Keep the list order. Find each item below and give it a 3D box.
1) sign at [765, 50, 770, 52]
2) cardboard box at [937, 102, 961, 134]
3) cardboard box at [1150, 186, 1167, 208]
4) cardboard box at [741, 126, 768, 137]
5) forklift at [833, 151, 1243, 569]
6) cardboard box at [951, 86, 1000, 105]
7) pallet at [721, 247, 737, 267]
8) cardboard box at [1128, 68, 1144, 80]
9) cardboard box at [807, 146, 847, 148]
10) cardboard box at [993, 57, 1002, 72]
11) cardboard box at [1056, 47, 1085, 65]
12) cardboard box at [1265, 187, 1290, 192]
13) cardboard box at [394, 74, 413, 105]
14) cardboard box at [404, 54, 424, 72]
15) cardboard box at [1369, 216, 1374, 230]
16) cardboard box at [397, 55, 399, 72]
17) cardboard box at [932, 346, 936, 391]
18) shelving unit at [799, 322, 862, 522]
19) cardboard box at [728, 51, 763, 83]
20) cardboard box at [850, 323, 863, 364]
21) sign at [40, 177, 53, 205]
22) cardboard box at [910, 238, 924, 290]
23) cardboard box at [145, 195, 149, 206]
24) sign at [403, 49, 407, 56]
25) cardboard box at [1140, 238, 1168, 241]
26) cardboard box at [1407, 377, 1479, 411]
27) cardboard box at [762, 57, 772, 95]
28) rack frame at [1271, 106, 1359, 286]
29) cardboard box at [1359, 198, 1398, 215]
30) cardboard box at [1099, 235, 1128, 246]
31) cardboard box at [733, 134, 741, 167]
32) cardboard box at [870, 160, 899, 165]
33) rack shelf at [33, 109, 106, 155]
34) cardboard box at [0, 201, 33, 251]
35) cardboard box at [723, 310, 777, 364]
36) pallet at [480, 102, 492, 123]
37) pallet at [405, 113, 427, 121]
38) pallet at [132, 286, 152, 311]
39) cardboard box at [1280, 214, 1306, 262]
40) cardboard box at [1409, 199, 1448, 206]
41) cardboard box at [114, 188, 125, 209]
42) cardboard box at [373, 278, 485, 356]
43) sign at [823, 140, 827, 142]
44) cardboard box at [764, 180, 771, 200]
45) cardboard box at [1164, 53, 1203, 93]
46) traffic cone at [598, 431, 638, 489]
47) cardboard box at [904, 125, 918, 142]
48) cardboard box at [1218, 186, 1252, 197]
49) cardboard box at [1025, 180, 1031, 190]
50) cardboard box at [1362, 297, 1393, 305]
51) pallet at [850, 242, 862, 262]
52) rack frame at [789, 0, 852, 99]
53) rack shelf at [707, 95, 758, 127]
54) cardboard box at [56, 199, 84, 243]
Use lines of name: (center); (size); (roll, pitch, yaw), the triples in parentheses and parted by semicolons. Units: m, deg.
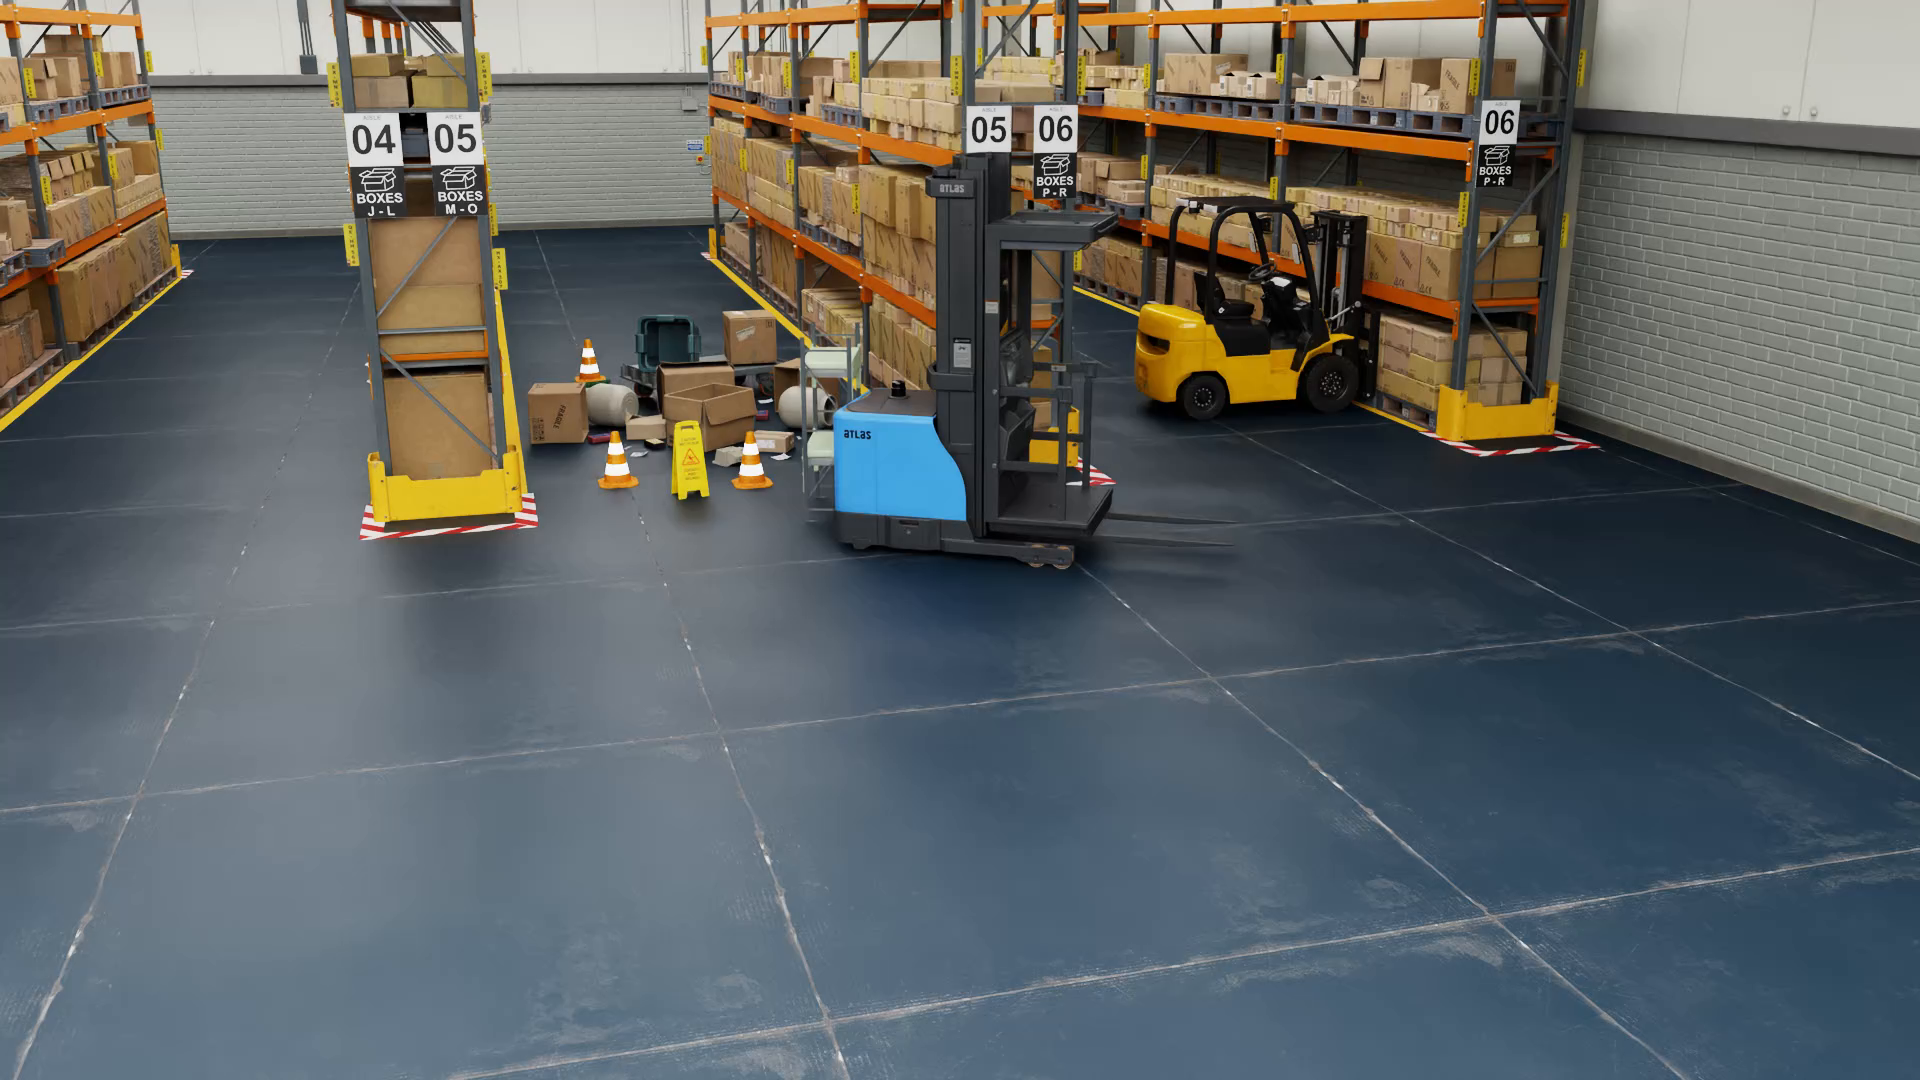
sign: (-3.363, -8.383, 29.032); (0.100, 0.325, 0.005); (-5, 17, -15)
cardboard box: (0.109, -3.723, 14.663); (0.500, 0.250, 0.500); (-5, 17, -16)
cardboard box: (2.945, -4.726, 22.862); (0.500, 0.250, 0.500); (-5, 17, -15)
cardboard box: (-3.180, -6.313, 25.714); (0.380, 0.149, 0.250); (-5, 17, -16)
forklift: (0.610, -1.358, 12.379); (3.031, 2.935, 1.130); (4, 17, 14)
cardboard box: (0.132, -3.864, 14.439); (0.380, 0.149, 0.250); (-5, 17, -15)
pallet: (-3.593, -4.971, 29.135); (1.003, 0.211, 1.213); (-5, 17, -15)
cardboard box: (2.610, -6.623, 23.622); (0.380, 0.149, 0.250); (-5, 18, -17)
cardboard box: (-1.863, -5.272, 23.377); (0.500, 0.500, 0.500); (-4, 17, -14)
cardboard box: (0.885, -8.377, 29.286); (0.500, 0.250, 0.500); (-5, 17, -16)
cardboard box: (1.730, -7.604, 26.134); (0.396, 0.266, 0.258); (-5, 17, -16)
cardboard box: (4.066, -4.356, 20.938); (0.380, 0.149, 0.250); (-5, 17, -15)
cardboard box: (-4.763, -3.685, 13.630); (0.500, 0.250, 0.500); (-5, 17, -15)
cardboard box: (-6.782, -5.832, 20.435); (0.396, 0.266, 0.258); (-5, 17, -15)
cardboard box: (4.558, -3.351, 17.592); (0.380, 0.149, 0.250); (-5, 17, -16)
cardboard box: (-5.131, -4.182, 14.593); (0.380, 0.149, 0.250); (-5, 17, -16)
cardboard box: (0.038, -1.540, 15.612); (0.500, 0.500, 0.500); (-5, 17, -15)
shelving unit: (-1.041, -0.970, 13.573); (0.431, 1.500, 0.755); (1, 17, 2)
cardboard box: (-3.478, -7.686, 27.033); (0.500, 0.500, 0.500); (-4, 17, -14)
cardboard box: (-0.737, -2.290, 19.199); (0.950, 0.372, 0.625); (-4, 17, -15)
sign: (-10.699, -4.087, 19.470); (0.100, 0.325, 0.005); (-5, 17, -15)
cardboard box: (-0.173, -2.692, 16.010); (0.500, 0.500, 0.500); (-5, 17, -16)
cardboard box: (-12.648, -5.191, 25.457); (0.380, 0.149, 0.250); (-5, 17, -15)
sign: (-9.142, -7.915, 27.353); (0.100, 0.325, 0.005); (-5, 17, -15)
cardboard box: (2.942, -4.475, 25.122); (0.380, 0.149, 0.250); (-5, 17, -16)
cardboard box: (4.847, -1.479, 16.710); (0.500, 0.250, 0.500); (-5, 17, -15)
cardboard box: (-2.453, -6.459, 23.123); (0.500, 0.500, 0.500); (-5, 17, -15)
rack frame: (4.181, -3.596, 19.709); (1.000, 3.000, 0.127); (-5, 17, -15)
cardboard box: (4.499, -3.568, 17.796); (0.380, 0.149, 0.250); (-5, 17, -15)
cardboard box: (2.347, -4.574, 25.454); (0.380, 0.149, 0.250); (-5, 17, -15)
cardboard box: (-3.316, -6.192, 26.439); (0.500, 0.500, 0.500); (-5, 17, -16)
cardboard box: (-0.969, -4.581, 20.439); (0.380, 0.149, 0.250); (-6, 18, -18)
rack shelf: (-11.768, -5.171, 20.988); (1.077, 0.370, 4.000); (-5, 17, -15)
cardboard box: (-10.782, -3.482, 18.425); (0.700, 0.500, 0.500); (-2, 17, -7)
cardboard box: (-2.294, -2.219, 18.154); (0.500, 0.500, 0.500); (-5, 17, -15)
pallet: (-6.193, -5.062, 19.703); (1.213, 0.211, 1.003); (-4, 17, -13)
pallet: (-5.107, -3.950, 15.828); (1.003, 0.211, 1.213); (-5, 17, -15)
pallet: (-12.451, -3.513, 24.279); (1.003, 0.211, 1.213); (-5, 17, -15)
cardboard box: (4.052, -3.500, 19.217); (0.500, 0.500, 0.500); (-5, 17, -17)
cardboard box: (4.996, -3.530, 17.672); (0.380, 0.149, 0.250); (-5, 17, -15)
cardboard box: (-12.195, -4.853, 23.638); (0.500, 0.250, 0.500); (-5, 17, -16)
cardboard box: (-4.368, -1.848, 13.628); (0.875, 0.550, 0.550); (-5, 17, -15)
sign: (-2.982, -8.256, 35.388); (0.329, 0.494, 0.001); (-5, 17, -15)
cardboard box: (-2.515, -5.015, 23.826); (0.500, 0.250, 0.500); (-5, 17, -17)
cardboard box: (3.047, -6.216, 22.140); (0.500, 0.500, 0.500); (-5, 17, -15)
traffic cone: (-3.003, -0.721, 14.547); (0.336, 0.463, 0.334); (-5, 17, -15)
cardboard box: (-0.323, -3.910, 15.978); (0.380, 0.149, 0.250); (-5, 17, -16)
cardboard box: (3.494, -4.382, 21.026); (0.380, 0.149, 0.250); (-5, 17, -15)
cardboard box: (1.322, -6.040, 28.282); (0.380, 0.149, 0.250); (-5, 17, -16)
cardboard box: (4.782, -2.558, 18.566); (0.500, 0.250, 0.500); (-5, 17, -15)
pallet: (-0.661, -3.333, 19.169); (1.003, 0.211, 1.213); (-5, 17, -15)
rack frame: (-1.690, -7.182, 21.219); (1.000, 3.000, 0.127); (-5, 17, -15)
rack shelf: (-3.339, -7.061, 27.279); (1.077, 0.370, 4.000); (-5, 17, -15)
cardboard box: (-11.378, -4.013, 20.924); (0.500, 0.500, 0.500); (-5, 17, -16)
